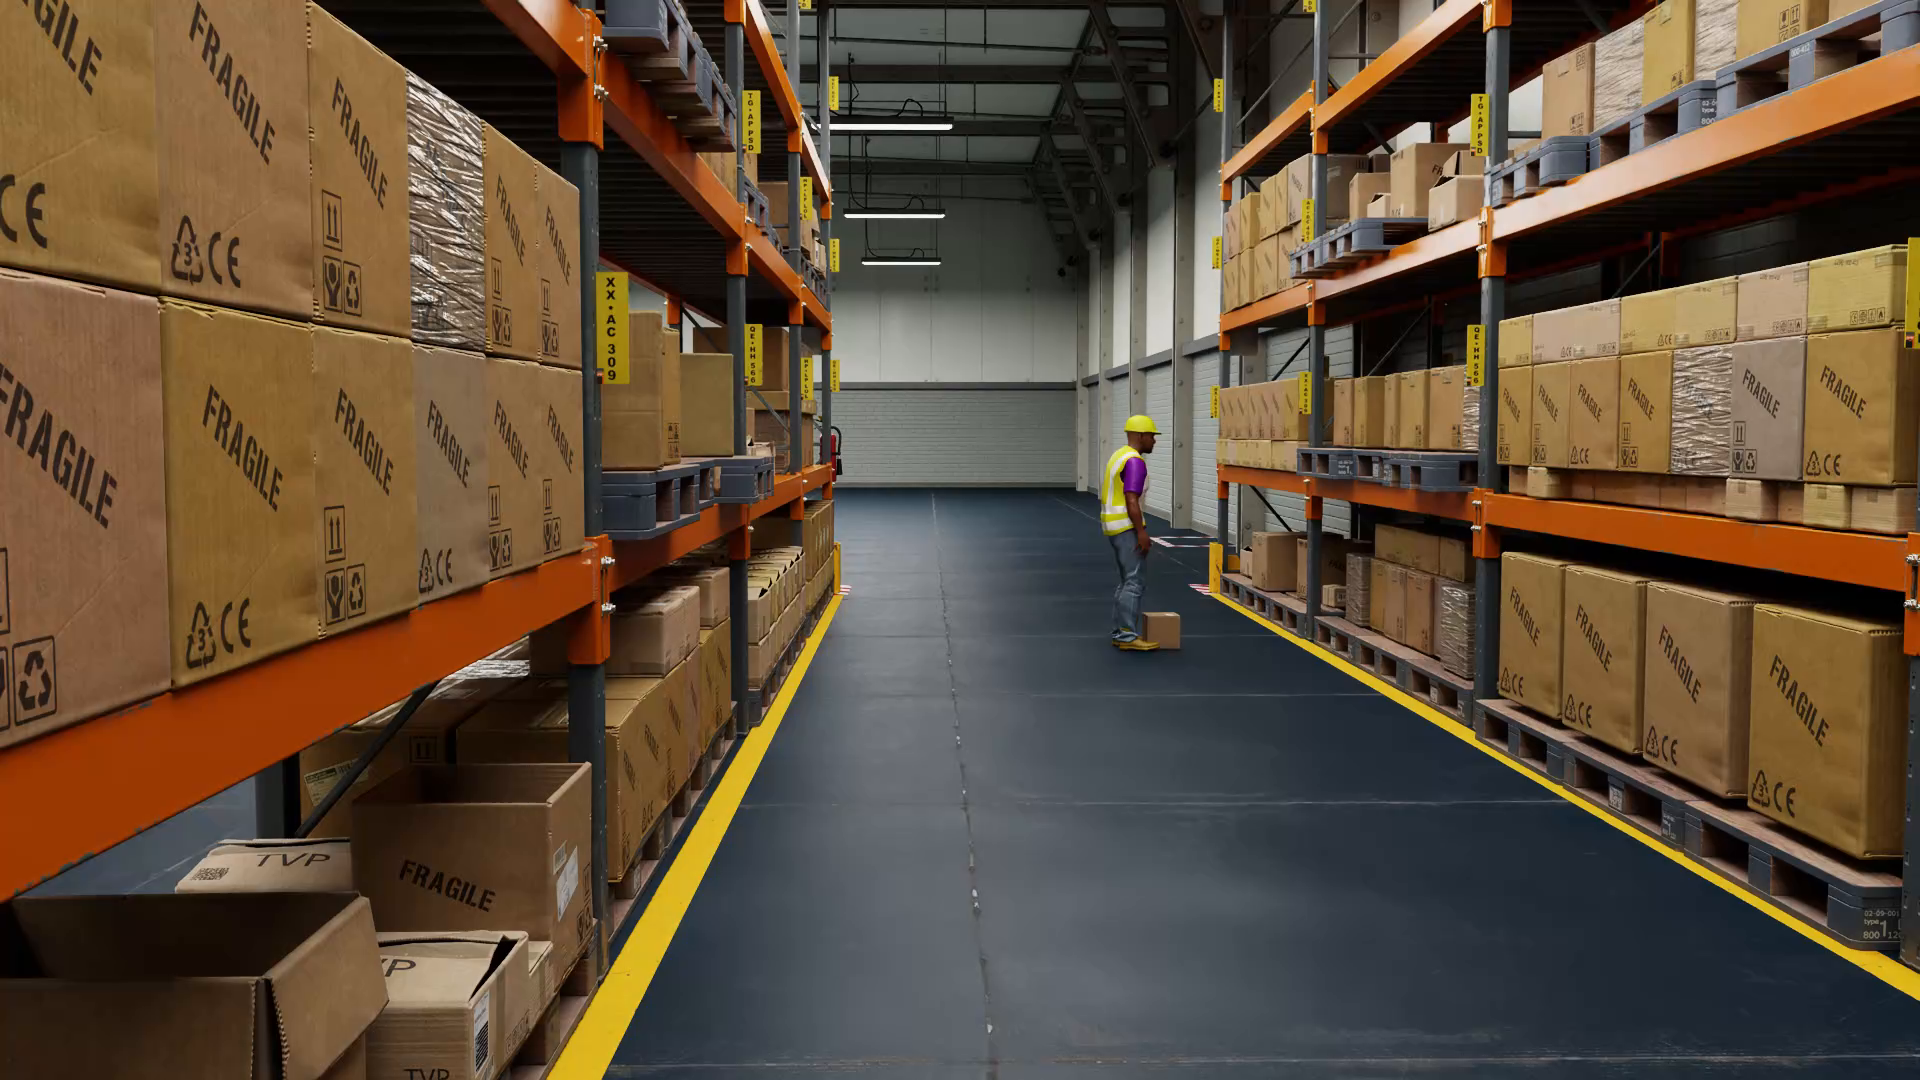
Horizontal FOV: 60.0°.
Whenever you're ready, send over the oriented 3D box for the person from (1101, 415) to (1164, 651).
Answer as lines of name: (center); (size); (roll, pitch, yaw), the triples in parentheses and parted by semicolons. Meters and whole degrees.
person: (1.306, -0.061, 12.572); (0.460, 1.757, 0.627); (0, 4, -2)
